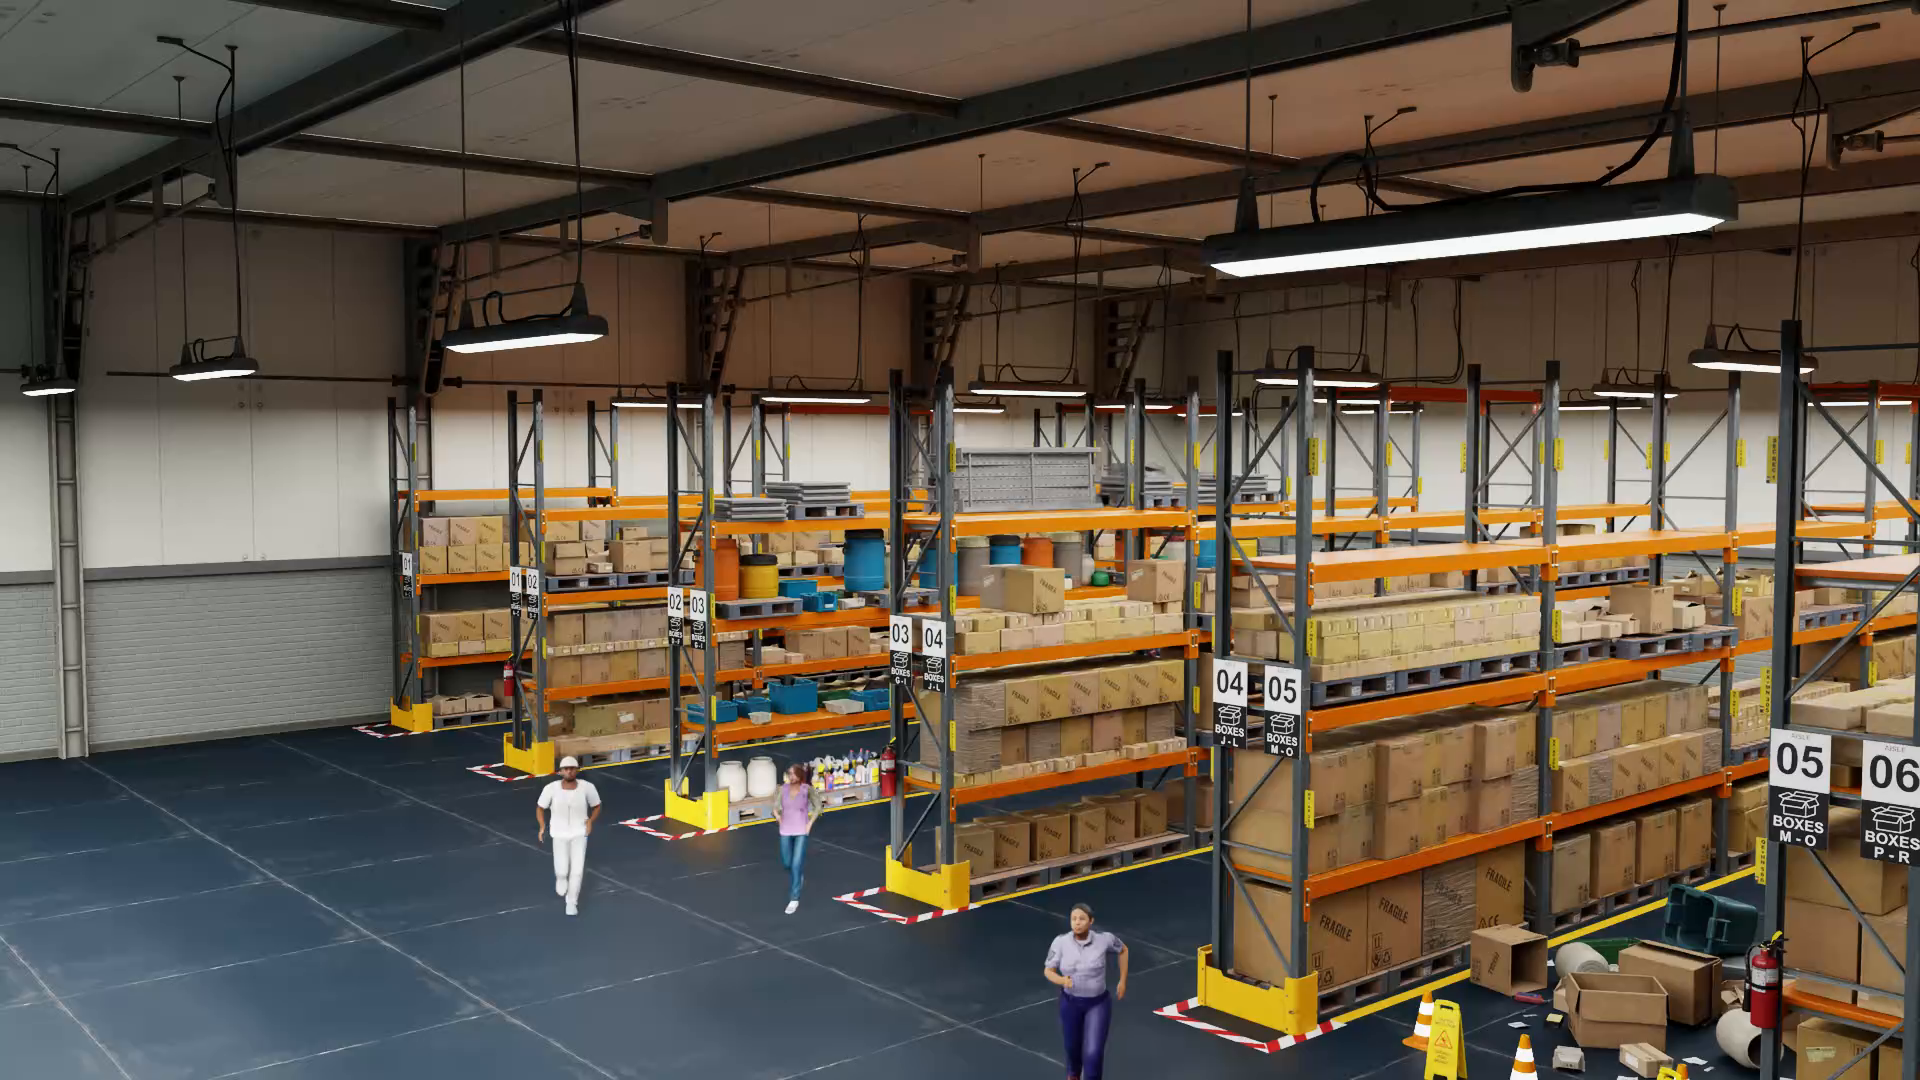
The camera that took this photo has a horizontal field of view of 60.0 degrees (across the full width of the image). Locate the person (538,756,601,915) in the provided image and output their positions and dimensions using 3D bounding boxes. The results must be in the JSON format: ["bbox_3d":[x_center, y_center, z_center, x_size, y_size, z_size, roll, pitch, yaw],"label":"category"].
[{"bbox_3d":[-4.306,3.236,18.362,0.681,1.721,0.574,-1,3,-14],"label":"person"}]

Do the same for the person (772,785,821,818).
[{"bbox_3d":[-1.843,3.002,18.538,0.546,0.557,0.330,1,3,13],"label":"person"}]

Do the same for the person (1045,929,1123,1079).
[{"bbox_3d":[0.959,3.608,12.814,0.569,1.336,0.755,1,3,14],"label":"person"}]
